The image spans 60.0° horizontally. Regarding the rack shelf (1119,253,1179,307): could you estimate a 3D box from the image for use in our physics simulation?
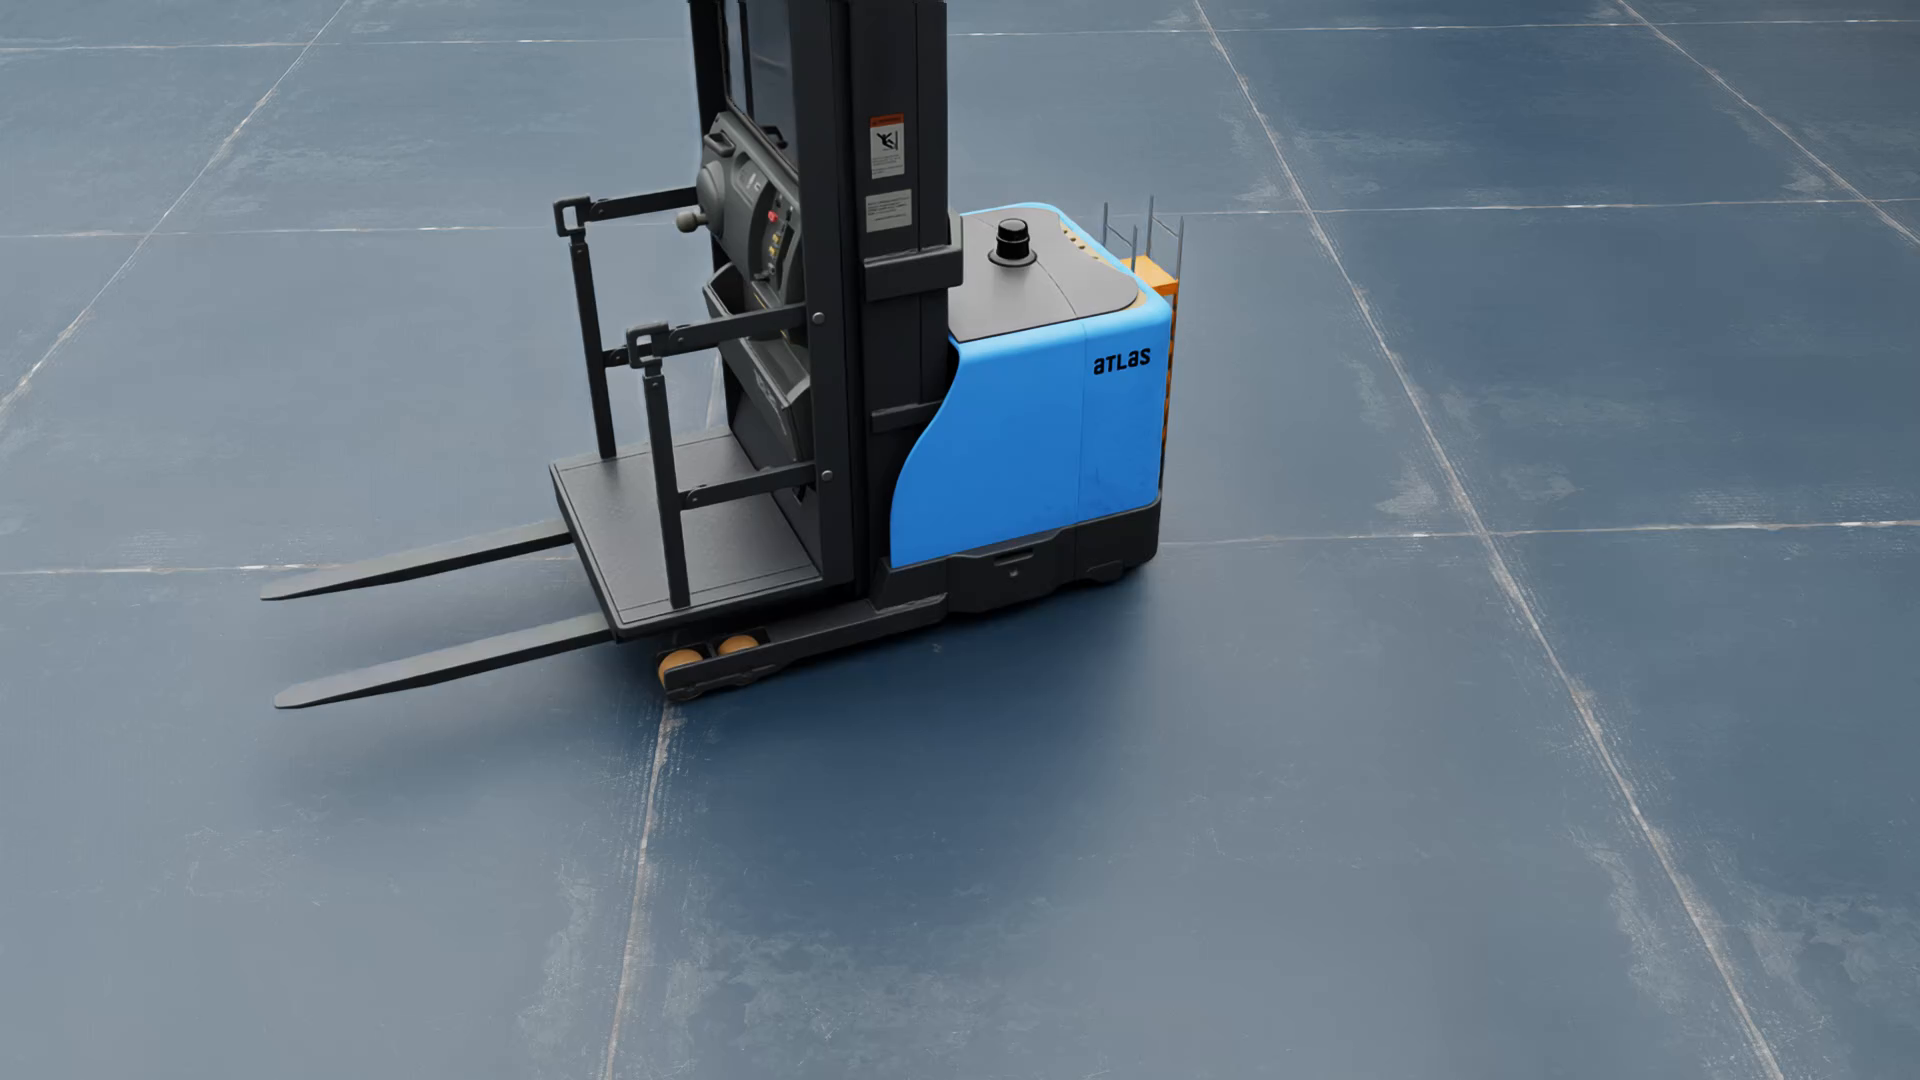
[{"bbox_3d":[0.643,-0.920,5.971,0.180,0.103,0.258,-14,37,-19],"label":"rack shelf"}]

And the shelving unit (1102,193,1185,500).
[{"bbox_3d":[0.643,-0.661,6.150,0.189,1.200,0.258,-14,37,-19],"label":"shelving unit"}]

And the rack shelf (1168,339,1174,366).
[{"bbox_3d":[0.643,-0.723,6.107,0.180,0.103,0.258,-14,37,-19],"label":"rack shelf"}]

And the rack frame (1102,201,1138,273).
[{"bbox_3d":[0.559,-0.640,6.121,0.006,1.200,0.240,-14,37,-19],"label":"rack frame"}]

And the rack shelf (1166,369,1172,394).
[{"bbox_3d":[0.643,-0.624,6.176,0.180,0.103,0.258,-14,37,-19],"label":"rack shelf"}]

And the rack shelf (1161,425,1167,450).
[{"bbox_3d":[0.643,-0.427,6.312,0.180,0.103,0.258,-14,37,-19],"label":"rack shelf"}]

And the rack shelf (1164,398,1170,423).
[{"bbox_3d":[0.643,-0.526,6.244,0.180,0.103,0.258,-14,37,-19],"label":"rack shelf"}]

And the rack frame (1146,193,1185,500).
[{"bbox_3d":[0.727,-0.681,6.180,0.006,1.200,0.240,-14,37,-19],"label":"rack frame"}]

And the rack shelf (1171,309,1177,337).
[{"bbox_3d":[0.643,-0.822,6.039,0.180,0.103,0.258,-14,37,-19],"label":"rack shelf"}]

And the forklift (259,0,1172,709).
[{"bbox_3d":[-0.845,-1.019,5.147,3.031,2.935,1.130,-14,37,-19],"label":"forklift"}]
